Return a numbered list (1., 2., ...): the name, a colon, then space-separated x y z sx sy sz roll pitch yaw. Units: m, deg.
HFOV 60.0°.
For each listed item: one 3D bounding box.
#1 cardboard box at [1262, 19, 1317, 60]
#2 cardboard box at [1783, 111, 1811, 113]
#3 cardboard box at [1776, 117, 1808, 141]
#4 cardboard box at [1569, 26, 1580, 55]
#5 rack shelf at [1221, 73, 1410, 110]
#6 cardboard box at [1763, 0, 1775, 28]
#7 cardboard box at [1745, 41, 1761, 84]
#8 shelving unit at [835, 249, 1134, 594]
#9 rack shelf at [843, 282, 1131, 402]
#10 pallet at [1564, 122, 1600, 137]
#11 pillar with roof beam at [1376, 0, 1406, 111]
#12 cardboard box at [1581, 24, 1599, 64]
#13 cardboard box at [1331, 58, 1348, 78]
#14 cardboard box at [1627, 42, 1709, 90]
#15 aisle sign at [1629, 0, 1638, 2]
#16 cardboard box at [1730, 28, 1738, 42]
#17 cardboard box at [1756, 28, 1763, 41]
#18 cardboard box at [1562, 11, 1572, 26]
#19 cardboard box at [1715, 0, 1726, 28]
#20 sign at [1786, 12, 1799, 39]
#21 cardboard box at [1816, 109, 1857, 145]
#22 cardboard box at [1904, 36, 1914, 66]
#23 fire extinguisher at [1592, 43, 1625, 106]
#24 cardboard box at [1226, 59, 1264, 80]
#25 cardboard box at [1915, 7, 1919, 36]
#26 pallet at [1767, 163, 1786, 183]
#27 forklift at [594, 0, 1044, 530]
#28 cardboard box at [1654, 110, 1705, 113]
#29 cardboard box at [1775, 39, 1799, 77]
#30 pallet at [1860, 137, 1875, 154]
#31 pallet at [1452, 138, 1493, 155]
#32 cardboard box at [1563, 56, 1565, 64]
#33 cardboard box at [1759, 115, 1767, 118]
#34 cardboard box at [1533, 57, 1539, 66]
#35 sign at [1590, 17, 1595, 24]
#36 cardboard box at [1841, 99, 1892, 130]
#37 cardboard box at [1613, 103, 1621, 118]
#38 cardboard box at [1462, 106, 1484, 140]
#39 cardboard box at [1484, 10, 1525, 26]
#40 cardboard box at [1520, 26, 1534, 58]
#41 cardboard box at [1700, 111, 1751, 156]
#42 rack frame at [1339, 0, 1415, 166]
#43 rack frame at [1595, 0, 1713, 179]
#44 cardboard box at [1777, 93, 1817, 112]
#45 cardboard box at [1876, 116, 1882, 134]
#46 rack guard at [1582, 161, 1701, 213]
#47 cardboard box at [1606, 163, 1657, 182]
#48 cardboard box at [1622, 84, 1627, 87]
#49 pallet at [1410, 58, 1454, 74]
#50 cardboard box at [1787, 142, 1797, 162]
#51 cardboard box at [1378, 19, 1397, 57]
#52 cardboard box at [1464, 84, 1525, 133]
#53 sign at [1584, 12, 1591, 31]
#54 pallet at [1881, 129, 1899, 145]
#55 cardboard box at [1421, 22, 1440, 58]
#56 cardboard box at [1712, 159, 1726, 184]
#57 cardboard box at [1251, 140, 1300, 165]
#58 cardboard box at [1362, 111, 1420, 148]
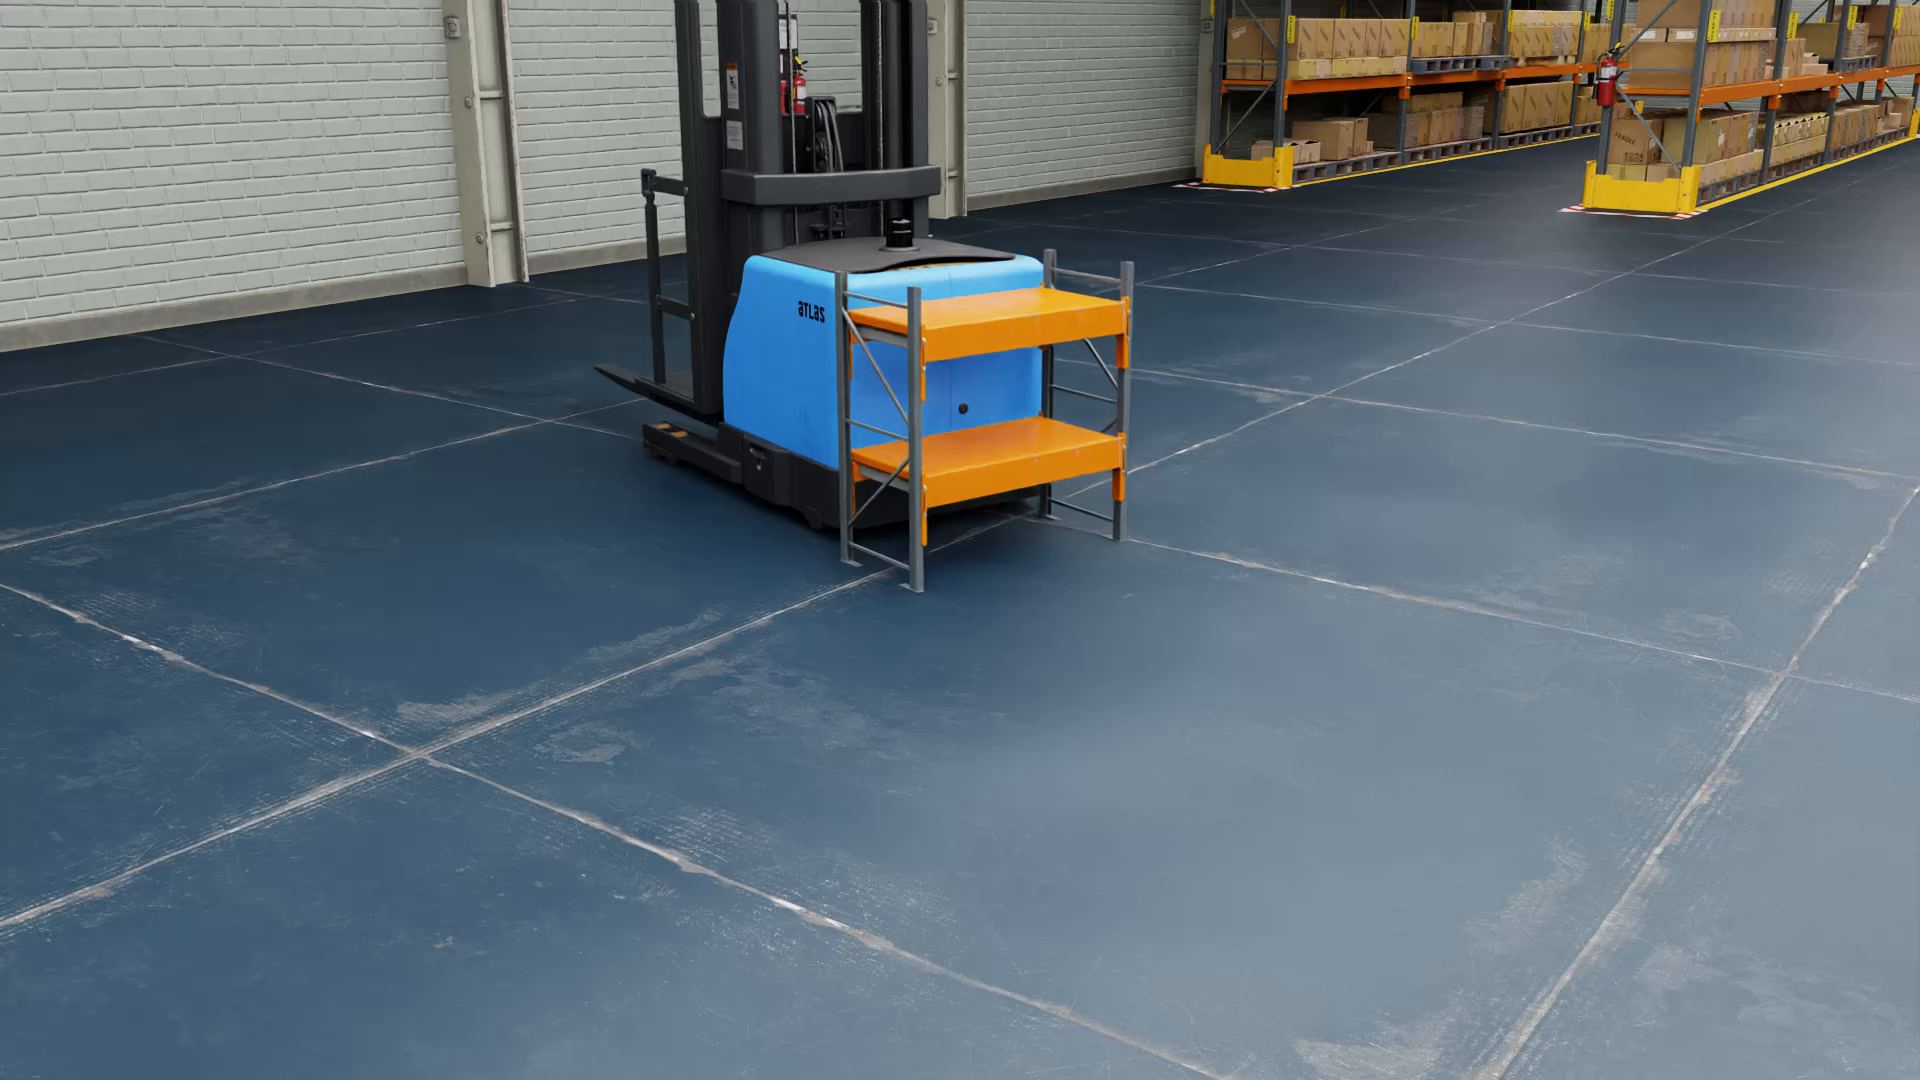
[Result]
1. cardboard box: 4.216 -6.410 21.282 0.500 0.500 0.500 12 21 35
2. cardboard box: 12.806 -6.365 25.655 0.500 0.500 0.500 13 22 37
3. cardboard box: 11.416 -5.708 23.048 0.500 0.311 0.500 13 22 36
4. cardboard box: 10.768 -8.956 29.823 0.500 0.500 0.500 12 21 34
5. rack shelf: 4.882 -6.186 22.819 1.077 0.370 4.000 12 21 35
6. cardboard box: 9.795 -6.692 20.879 0.700 0.500 0.500 13 21 35
7. cardboard box: 9.486 -5.946 20.663 0.700 0.500 0.500 12 21 34
8. shelving unit: 0.102 -0.492 6.433 1.048 1.125 0.538 -13 21 -36
9. rack shelf: 0.102 -0.772 6.346 1.000 0.278 0.538 -13 21 -36
10. pallet: 11.356 -7.747 31.334 1.003 0.211 1.213 12 21 35
11. pillar with roof beam: 10.445 -9.906 23.470 9.100 9.000 0.400 12 21 35
12. cardboard box: 11.177 -9.181 30.744 0.980 0.700 0.700 13 21 36
13. cardboard box: 4.842 -6.298 22.185 0.500 0.250 0.500 12 21 34
14. cardboard box: 7.959 -5.335 18.698 0.700 0.500 0.500 12 21 35
15. aisle sign: 13.508 -11.070 32.949 0.394 0.787 0.004 12 21 35
16. cardboard box: 8.843 -5.899 19.419 0.380 0.149 0.250 12 21 34
17. cardboard box: 9.606 -6.202 20.396 0.380 0.149 0.250 12 21 35
18. cardboard box: 10.455 -9.192 29.319 0.500 0.250 0.500 13 21 36
19. cardboard box: 8.300 -6.094 18.953 0.700 0.500 0.500 12 21 33
20. sign: 10.501 -6.485 20.976 0.100 0.325 0.005 12 21 35
21. cardboard box: 13.549 -6.403 25.777 0.500 0.500 0.500 12 21 34
22. cardboard box: 16.248 -8.521 28.955 0.500 0.500 0.500 12 21 34
23. fire extinguisher: 7.227 -5.196 18.548 0.296 0.674 0.183 12 21 35
24. cardboard box: 3.813 -6.137 21.667 0.500 0.250 0.500 13 21 35
25. cardboard box: 16.554 -9.115 29.185 0.500 0.500 0.500 13 22 36
26. pallet: 10.462 -4.982 22.431 1.003 0.211 1.213 12 21 35
27. forklift: -0.873 -1.820 7.663 1.130 2.935 3.031 -11 20 -32
28. cardboard box: 8.931 -5.084 20.720 0.500 0.500 0.500 12 21 35
29. cardboard box: 11.137 -6.604 22.784 0.500 0.500 0.500 12 21 35
30. pallet: 14.367 -6.505 27.334 1.003 0.211 1.213 12 21 35
31. pallet: 7.990 -6.441 27.129 1.003 0.211 1.213 12 21 35
32. cardboard box: 10.544 -8.552 29.616 0.380 0.149 0.250 13 22 36
33. cardboard box: 11.278 -5.919 23.729 0.500 0.311 0.500 12 21 33
34. cardboard box: 9.744 -8.253 28.652 0.380 0.149 0.250 13 21 35
35. sign: 12.782 -10.415 33.630 0.100 0.325 0.005 12 21 35
36. cardboard box: 15.936 -7.503 29.315 0.797 0.503 0.637 12 21 35
37. cardboard box: 12.589 -8.567 32.781 0.700 0.500 0.500 12 21 35
38. cardboard box: 8.070 -6.794 27.038 0.700 0.500 0.500 13 21 35
39. cardboard box: 8.952 -8.586 27.365 0.500 0.250 0.500 13 22 36
40. cardboard box: 9.272 -8.352 27.876 0.500 0.500 0.500 13 22 36
41. cardboard box: 9.351 -4.991 20.422 0.500 0.500 0.500 12 21 35
42. rack frame: 6.074 -7.006 24.246 1.000 3.000 0.127 12 21 35
43. rack frame: 7.671 -5.179 18.362 1.000 3.000 0.127 12 21 35
44. cardboard box: 12.837 -6.737 25.589 0.500 0.250 0.500 13 22 37
45. cardboard box: 15.245 -7.025 28.099 0.500 0.311 0.500 12 21 35
46. rack guard: 7.657 -3.979 18.715 1.175 0.500 0.348 12 21 35
47. cardboard box: 7.753 -4.246 19.287 0.500 0.250 0.500 12 21 35
48. cardboard box: 12.957 -8.933 32.866 0.380 0.149 0.250 12 21 34
49. pallet: 6.646 -7.071 24.778 1.003 0.211 1.213 12 21 35
50. cardboard box: 11.106 -5.317 22.734 0.500 0.250 0.500 12 21 33
51. cardboard box: 5.748 -7.015 23.230 0.500 0.500 0.500 12 21 34
52. cardboard box: 9.001 -7.285 28.060 0.750 0.750 0.750 12 21 34
53. sign: 11.282 -9.333 29.921 0.100 0.325 0.005 12 21 35
54. pallet: 15.957 -7.160 29.446 1.003 0.211 1.213 12 21 35
55. cardboard box: 6.743 -7.511 24.962 0.700 0.500 0.500 15 23 40
56. cardboard box: 8.762 -4.393 19.762 0.500 0.250 0.500 12 21 35
57. cardboard box: 4.175 -5.128 21.991 0.500 0.311 0.500 10 20 29
58. cardboard box: 6.499 -6.201 25.126 0.700 0.500 0.500 13 22 37
